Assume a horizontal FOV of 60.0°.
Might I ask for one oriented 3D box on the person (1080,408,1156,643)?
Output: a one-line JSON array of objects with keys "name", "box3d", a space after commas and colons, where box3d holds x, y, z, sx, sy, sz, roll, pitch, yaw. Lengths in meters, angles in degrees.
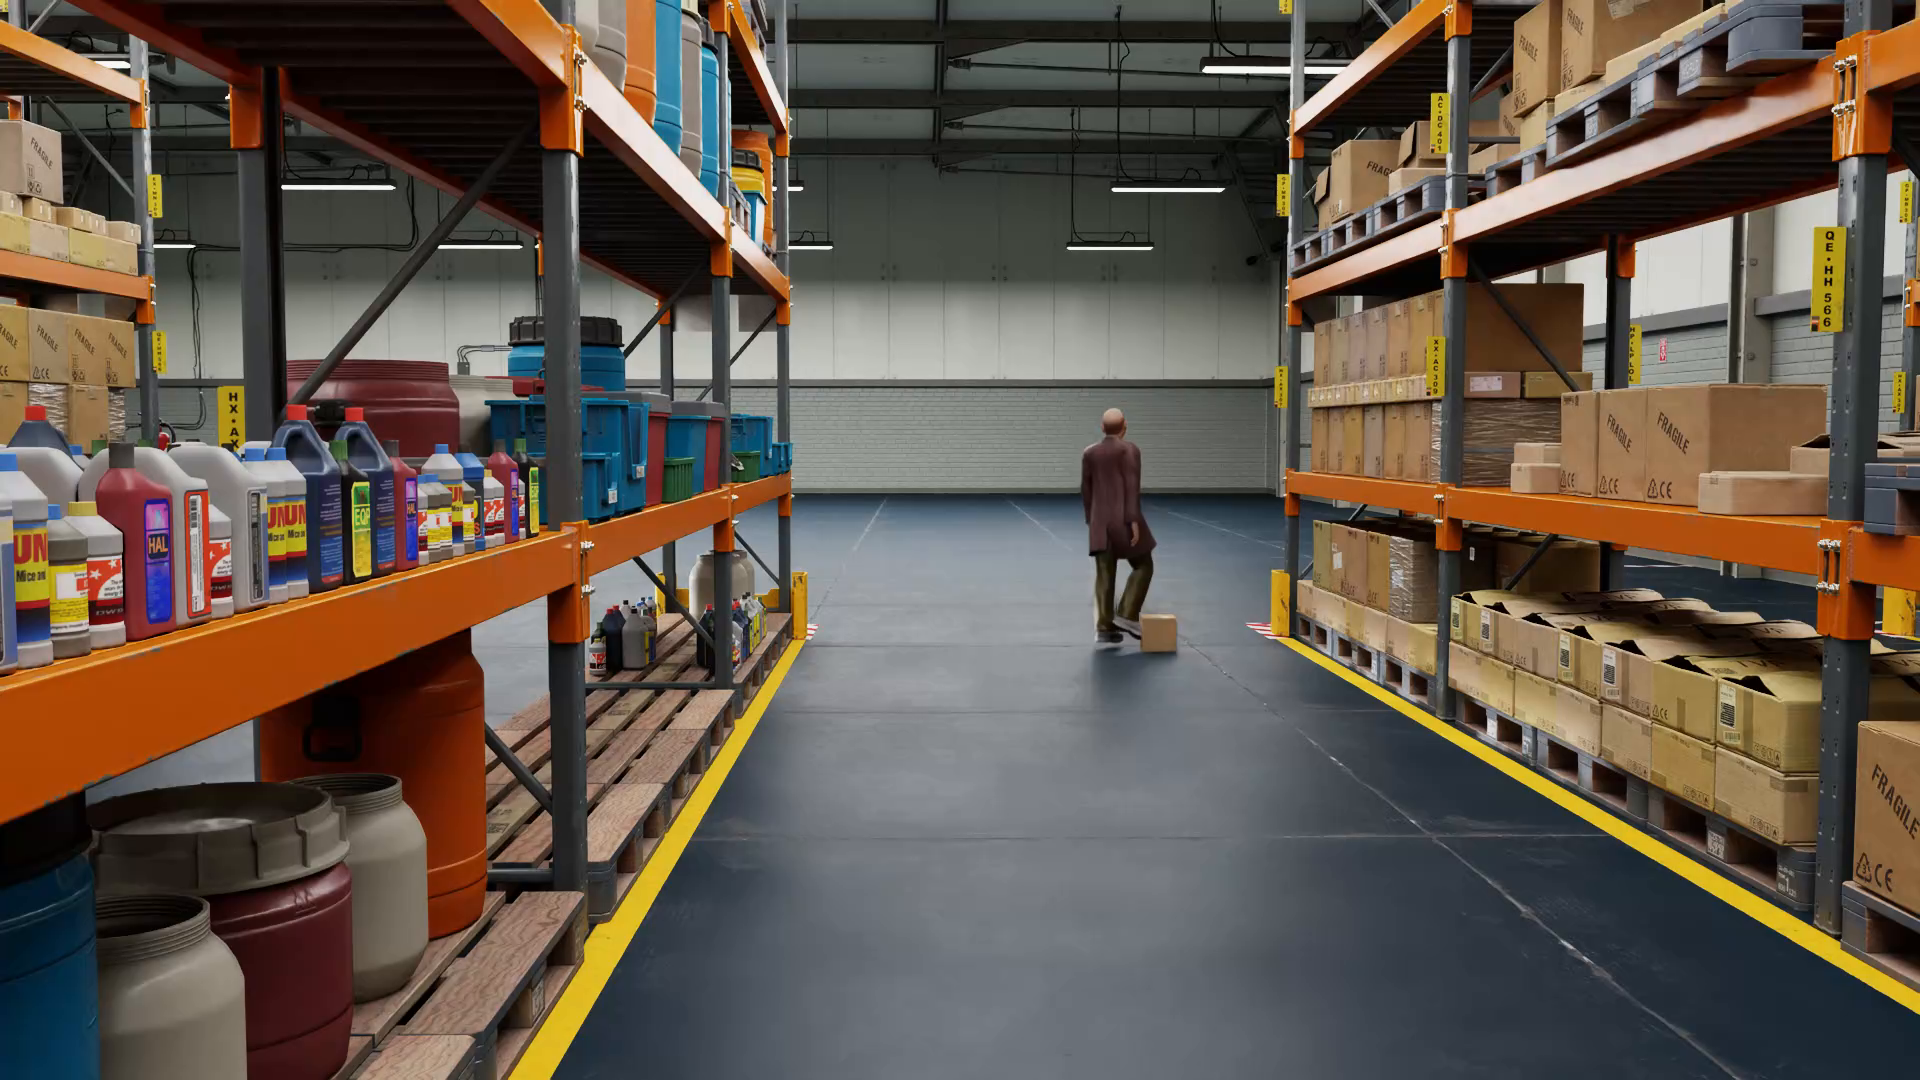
[{"name": "person", "box3d": [1.159, -0.054, 12.518, 0.654, 1.654, 0.591, 3, 4, 35]}]
